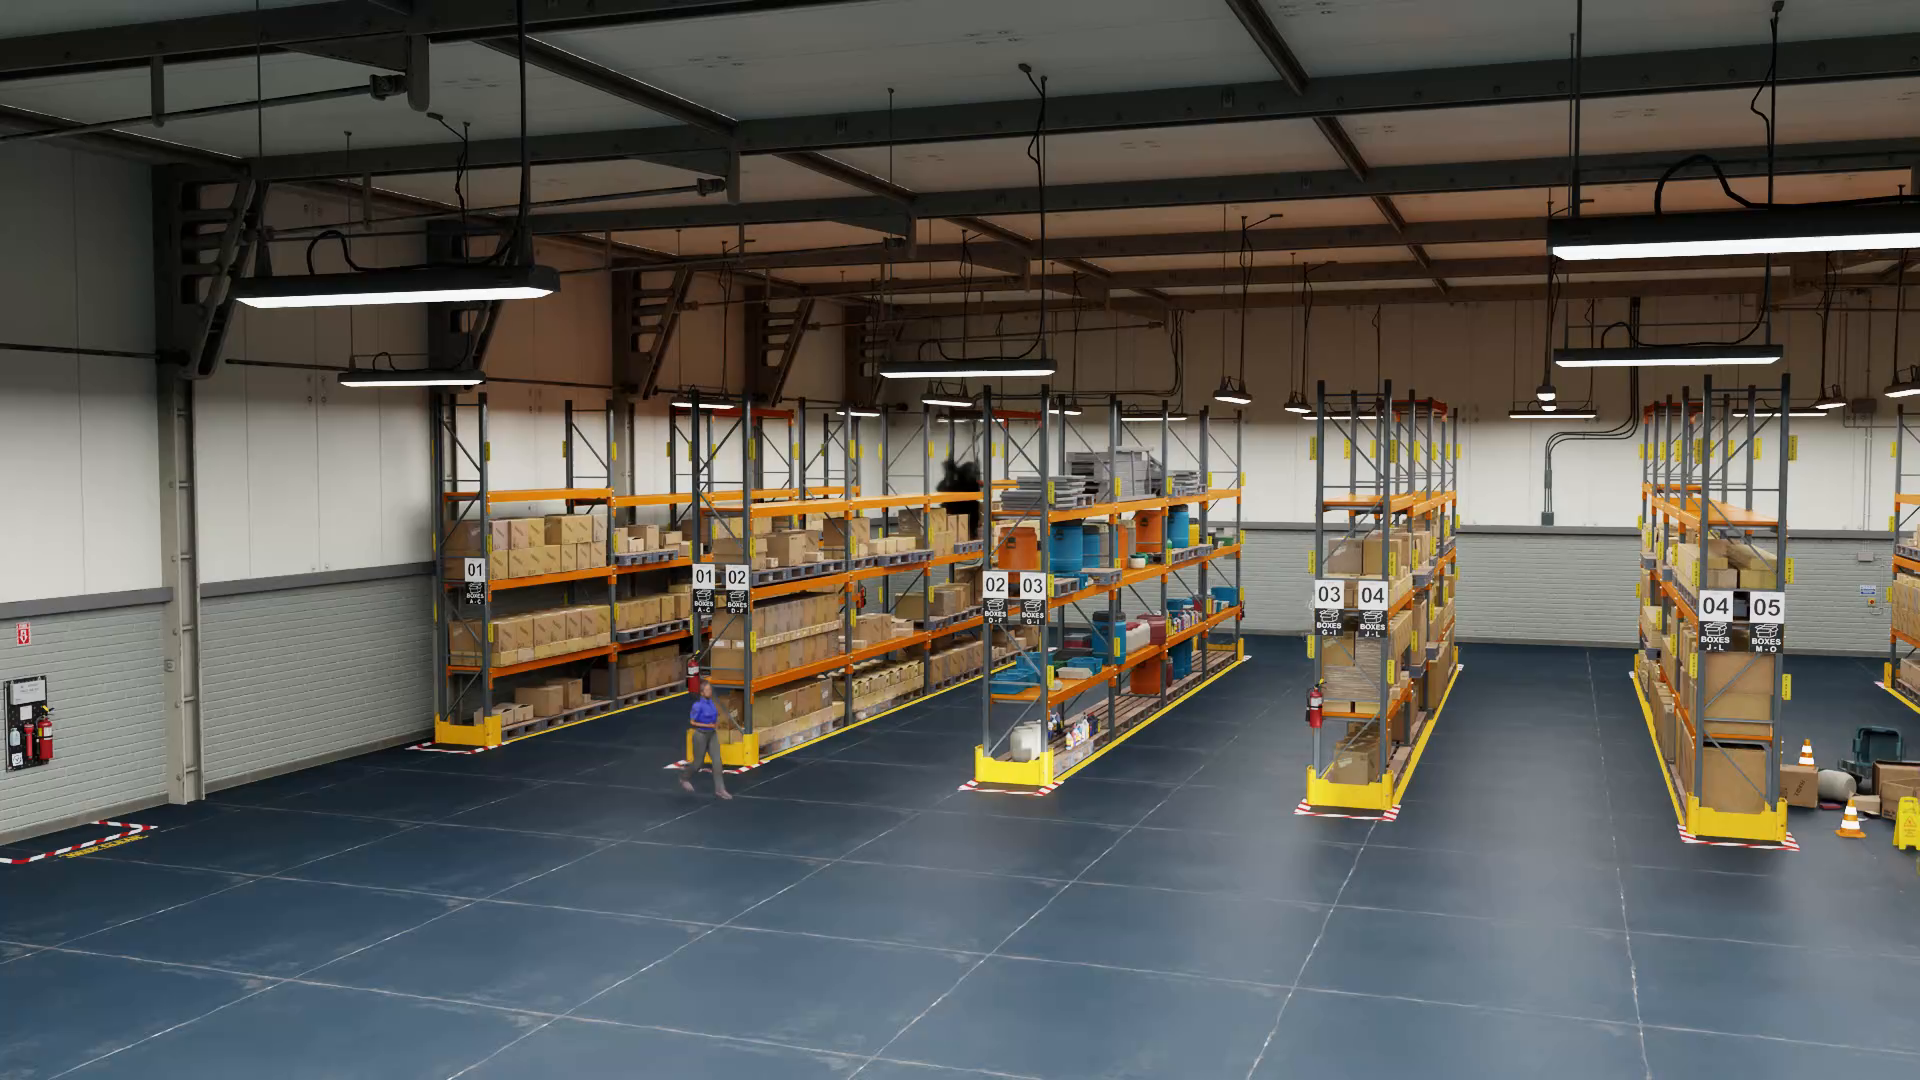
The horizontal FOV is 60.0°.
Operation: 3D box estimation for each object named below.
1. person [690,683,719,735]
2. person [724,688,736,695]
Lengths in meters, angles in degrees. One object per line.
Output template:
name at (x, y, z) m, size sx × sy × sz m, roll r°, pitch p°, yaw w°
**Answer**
person at (-3.635, 2.452, 23.908) m, size 0.605 × 0.798 × 0.584 m, roll 2°, pitch 4°, yaw 36°
person at (-4.200, 2.588, 31.069) m, size 0.506 × 1.566 × 0.571 m, roll 1°, pitch 3°, yaw 18°
